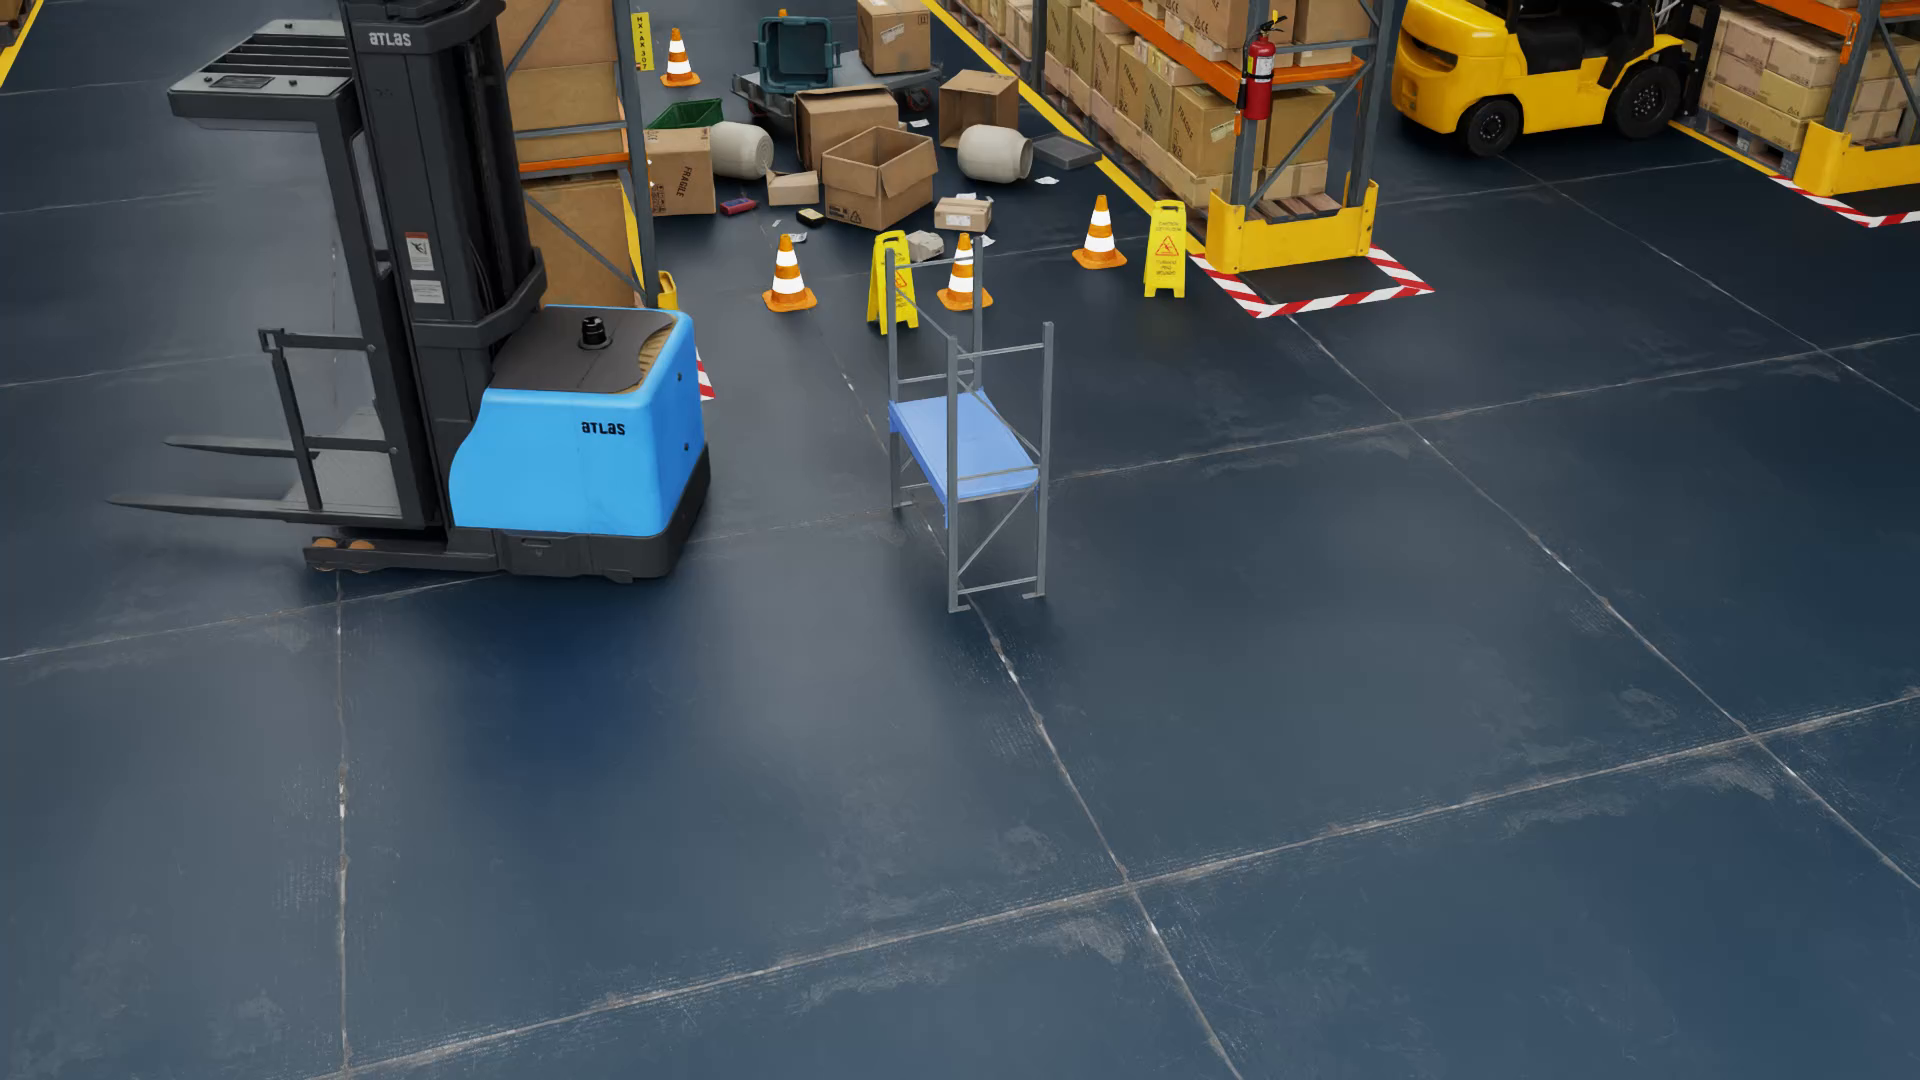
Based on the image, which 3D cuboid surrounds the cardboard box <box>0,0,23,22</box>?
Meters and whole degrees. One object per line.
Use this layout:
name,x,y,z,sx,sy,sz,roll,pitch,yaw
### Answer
cardboard box,-9.723,-5.423,15.782,1.225,0.875,0.875,-12,35,-17

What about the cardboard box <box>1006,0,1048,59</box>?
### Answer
cardboard box,0.964,-4.688,15.127,0.950,0.372,0.625,-10,35,-14

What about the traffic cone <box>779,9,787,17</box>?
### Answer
traffic cone,-1.626,-4.676,15.406,0.336,0.463,0.334,-10,35,-15

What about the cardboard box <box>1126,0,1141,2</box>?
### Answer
cardboard box,1.401,-4.210,12.628,0.380,0.149,0.250,-10,35,-15

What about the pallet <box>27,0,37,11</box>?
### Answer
pallet,-10.069,-5.671,17.140,1.003,0.211,1.213,-10,35,-15

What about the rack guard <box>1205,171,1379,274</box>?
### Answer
rack guard,2.323,-2.231,11.673,1.175,0.500,0.348,-10,35,-15

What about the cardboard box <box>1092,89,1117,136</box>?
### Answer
cardboard box,1.387,-3.451,13.365,0.500,0.250,0.500,-10,35,-15

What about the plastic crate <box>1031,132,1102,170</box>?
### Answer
plastic crate,0.824,-3.154,13.451,0.402,0.080,0.583,-23,40,-31

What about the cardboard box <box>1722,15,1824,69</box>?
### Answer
cardboard box,6.473,-3.973,13.247,0.500,0.250,0.500,-9,35,-14

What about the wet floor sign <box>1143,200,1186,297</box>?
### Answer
wet floor sign,1.385,-1.972,11.150,0.267,0.644,0.232,1,33,2

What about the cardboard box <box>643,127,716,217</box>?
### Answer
cardboard box,-2.107,-2.765,12.478,0.500,0.500,0.500,-4,34,-6

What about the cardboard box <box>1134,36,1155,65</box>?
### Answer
cardboard box,1.525,-3.675,12.436,0.380,0.149,0.250,-9,34,-13

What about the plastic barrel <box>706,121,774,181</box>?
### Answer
plastic barrel,-1.750,-3.037,12.961,0.512,0.421,0.421,13,36,18

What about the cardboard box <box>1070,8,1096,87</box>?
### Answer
cardboard box,1.223,-4.041,13.578,0.500,0.500,0.500,-9,34,-13

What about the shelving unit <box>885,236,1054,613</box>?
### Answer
shelving unit,0.026,-0.581,8.269,0.538,1.500,1.048,-10,35,-15

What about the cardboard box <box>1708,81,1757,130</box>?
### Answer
cardboard box,6.485,-3.555,13.523,0.500,0.250,0.500,-10,35,-15

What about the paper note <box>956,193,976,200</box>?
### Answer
paper note,0.046,-2.624,12.703,0.148,0.019,0.142,1,33,2

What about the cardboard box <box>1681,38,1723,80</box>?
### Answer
cardboard box,6.306,-4.043,13.808,0.500,0.250,0.500,-11,35,-16

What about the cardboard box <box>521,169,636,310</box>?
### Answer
cardboard box,-2.607,-1.983,10.576,0.875,0.875,0.875,-10,35,-14

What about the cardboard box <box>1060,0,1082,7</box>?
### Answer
cardboard box,1.030,-4.515,13.707,0.380,0.149,0.250,-10,35,-14

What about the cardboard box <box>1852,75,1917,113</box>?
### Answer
cardboard box,7.126,-3.589,13.121,0.500,0.250,0.500,-9,35,-14

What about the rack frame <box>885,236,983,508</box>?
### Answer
rack frame,-0.129,-0.848,8.673,0.500,1.500,0.032,-10,35,-15

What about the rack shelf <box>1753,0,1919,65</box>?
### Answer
rack shelf,6.462,-4.821,13.977,1.077,0.370,4.000,-10,35,-15

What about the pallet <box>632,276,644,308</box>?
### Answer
pallet,-2.656,-1.592,10.968,1.003,0.211,1.213,-10,35,-15

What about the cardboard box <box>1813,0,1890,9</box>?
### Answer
cardboard box,6.672,-4.327,12.487,0.500,0.500,0.500,-11,35,-16

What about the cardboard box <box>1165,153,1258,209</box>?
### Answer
cardboard box,1.836,-2.654,12.159,0.500,0.250,0.500,-10,35,-15

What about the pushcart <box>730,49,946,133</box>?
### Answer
pushcart,-1.030,-3.831,14.205,1.648,0.377,0.936,-23,40,-31

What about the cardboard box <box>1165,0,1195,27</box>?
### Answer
cardboard box,1.770,-3.903,11.574,0.500,0.500,0.500,-10,35,-15

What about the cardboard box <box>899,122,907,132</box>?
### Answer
cardboard box,-0.670,-3.405,13.662,0.396,0.266,0.258,19,38,26

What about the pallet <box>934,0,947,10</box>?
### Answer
pallet,0.143,-5.861,17.428,1.003,0.211,1.213,-10,35,-15

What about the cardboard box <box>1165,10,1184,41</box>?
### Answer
cardboard box,1.680,-3.673,11.815,0.380,0.149,0.250,-9,35,-14

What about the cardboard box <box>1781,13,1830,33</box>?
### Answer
cardboard box,6.950,-4.062,13.383,0.500,0.250,0.500,-10,35,-15

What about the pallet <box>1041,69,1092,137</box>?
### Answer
pallet,1.364,-3.824,14.346,1.003,0.211,1.213,-10,35,-15

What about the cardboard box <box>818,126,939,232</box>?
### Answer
cardboard box,-0.601,-2.689,12.363,0.637,0.503,0.797,19,38,26

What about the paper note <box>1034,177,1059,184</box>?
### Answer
paper note,0.683,-2.808,12.972,0.142,0.019,0.148,-23,40,-31

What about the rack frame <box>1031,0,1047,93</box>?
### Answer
rack frame,1.126,-5.334,14.102,1.000,3.000,0.127,-10,35,-15

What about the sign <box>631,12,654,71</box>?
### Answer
sign,-1.807,-2.833,9.460,0.100,0.325,0.005,-10,35,-15

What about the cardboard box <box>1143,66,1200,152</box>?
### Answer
cardboard box,1.691,-3.225,12.343,0.500,0.500,0.500,-9,34,-13

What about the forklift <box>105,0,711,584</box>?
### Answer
forklift,-2.915,-1.338,8.117,3.031,2.935,1.130,3,34,5

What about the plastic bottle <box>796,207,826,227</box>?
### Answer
plastic bottle,-1.124,-2.399,12.325,0.133,0.061,0.283,-23,40,-31

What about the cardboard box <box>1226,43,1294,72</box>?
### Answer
cardboard box,2.028,-3.290,11.236,0.380,0.149,0.250,-9,34,-13
